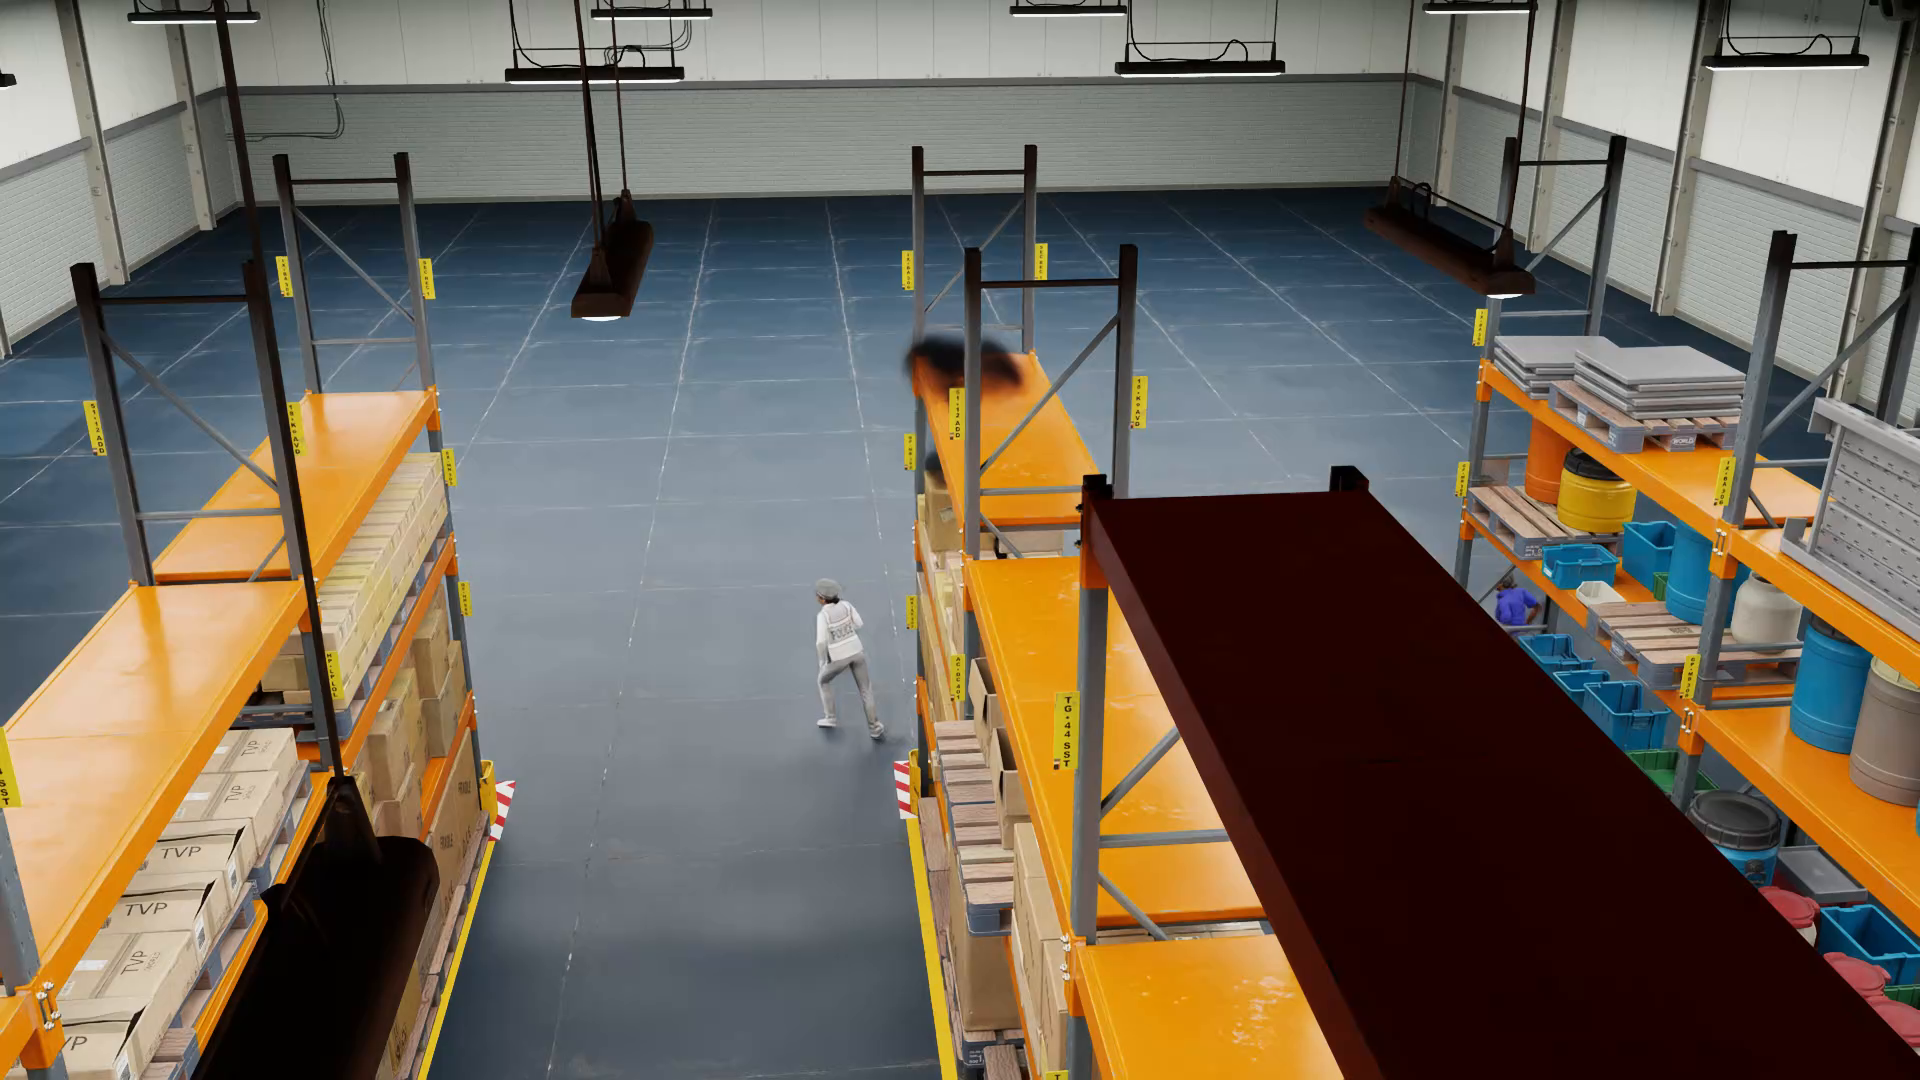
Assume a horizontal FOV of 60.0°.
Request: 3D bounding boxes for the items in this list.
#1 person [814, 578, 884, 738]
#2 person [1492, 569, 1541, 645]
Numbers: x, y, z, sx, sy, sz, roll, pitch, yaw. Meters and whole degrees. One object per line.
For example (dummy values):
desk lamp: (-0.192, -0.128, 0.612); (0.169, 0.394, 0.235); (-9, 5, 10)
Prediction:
person: (-1.177, 1.170, 16.556); (0.681, 1.615, 0.785); (-12, 25, -28)
person: (5.645, 1.110, 16.714); (0.621, 1.619, 0.962); (-20, 29, -40)
